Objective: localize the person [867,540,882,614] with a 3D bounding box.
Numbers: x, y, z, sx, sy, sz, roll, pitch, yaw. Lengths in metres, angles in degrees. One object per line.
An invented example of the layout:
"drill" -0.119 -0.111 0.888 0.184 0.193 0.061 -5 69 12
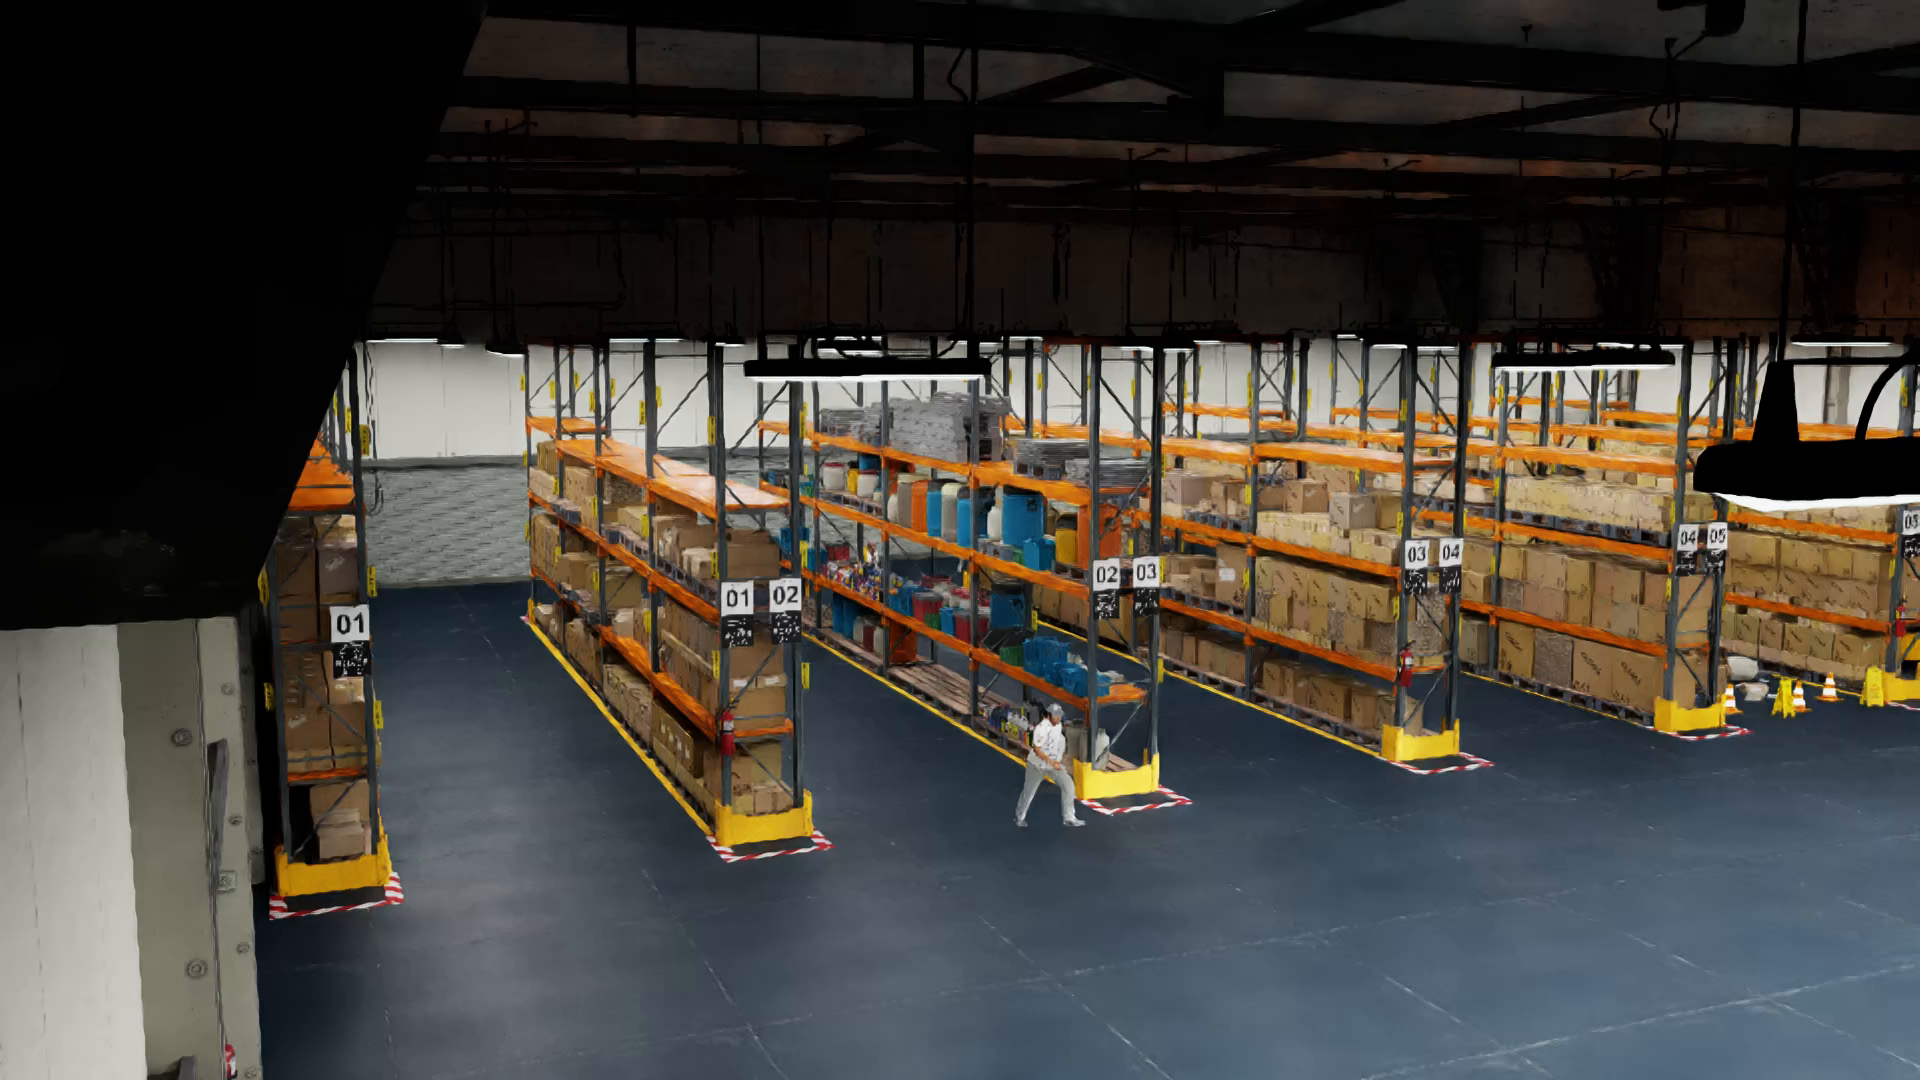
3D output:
"person" -1.937 0.826 34.963 0.724 1.713 0.901 -6 10 -39

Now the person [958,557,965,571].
"person" 0.308 0.038 41.568 0.562 1.527 0.782 -6 10 -39

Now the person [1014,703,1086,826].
"person" 1.088 2.788 20.733 0.664 1.598 0.797 -7 10 -41
